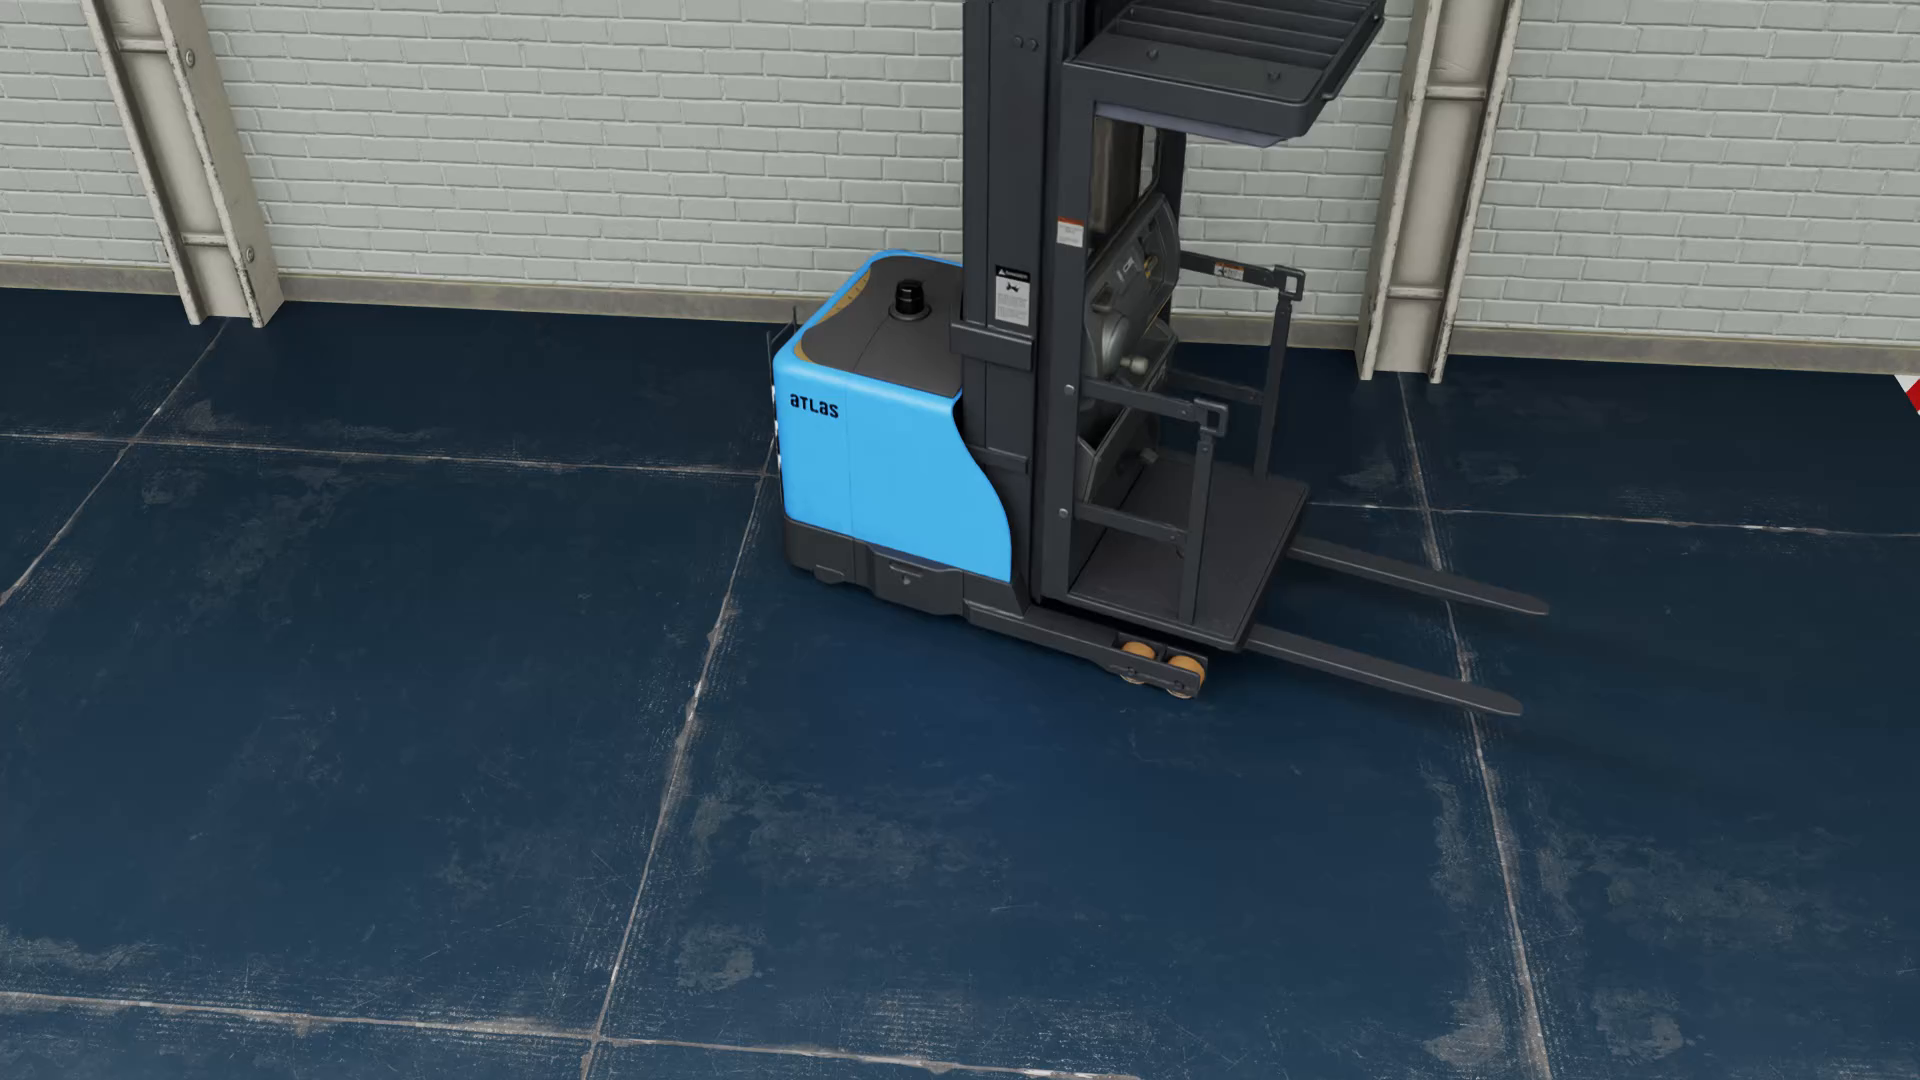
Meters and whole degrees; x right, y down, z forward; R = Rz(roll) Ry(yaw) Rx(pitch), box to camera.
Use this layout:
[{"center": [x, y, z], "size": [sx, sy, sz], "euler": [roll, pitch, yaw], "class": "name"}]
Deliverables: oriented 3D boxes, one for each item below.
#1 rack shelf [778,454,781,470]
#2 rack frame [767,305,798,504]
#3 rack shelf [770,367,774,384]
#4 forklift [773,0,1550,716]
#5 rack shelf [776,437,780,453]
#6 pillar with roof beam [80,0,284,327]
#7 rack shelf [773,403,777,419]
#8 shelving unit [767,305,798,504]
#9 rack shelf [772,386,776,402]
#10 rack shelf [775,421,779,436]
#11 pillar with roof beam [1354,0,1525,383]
[{"center": [-0.655, -0.385, 7.348], "size": [0.200, 0.077, 0.258], "euler": [16, 42, 19], "class": "rack shelf"}, {"center": [-0.748, -0.577, 7.246], "size": [0.006, 0.900, 0.240], "euler": [16, 42, 19], "class": "rack frame"}, {"center": [-0.655, -0.734, 7.064], "size": [0.200, 0.077, 0.258], "euler": [16, 42, 19], "class": "rack shelf"}, {"center": [0.818, -0.904, 6.039], "size": [3.031, 2.935, 1.130], "euler": [16, 42, 19], "class": "forklift"}, {"center": [-0.655, -0.455, 7.292], "size": [0.200, 0.077, 0.258], "euler": [16, 42, 19], "class": "rack shelf"}, {"center": [-4.160, -1.989, 2.566], "size": [0.400, 9.000, 9.100], "euler": [3, 39, 4], "class": "pillar with roof beam"}, {"center": [-0.655, -0.595, 7.178], "size": [0.200, 0.077, 0.258], "euler": [16, 42, 19], "class": "rack shelf"}, {"center": [-0.655, -0.551, 7.214], "size": [0.210, 0.900, 0.258], "euler": [16, 42, 19], "class": "shelving unit"}, {"center": [-0.655, -0.664, 7.121], "size": [0.200, 0.077, 0.258], "euler": [16, 42, 19], "class": "rack shelf"}, {"center": [-0.655, -0.525, 7.235], "size": [0.200, 0.077, 0.258], "euler": [16, 42, 19], "class": "rack shelf"}, {"center": [1.818, -1.663, 2.164], "size": [0.400, 9.000, 9.100], "euler": [3, 39, 4], "class": "pillar with roof beam"}]
